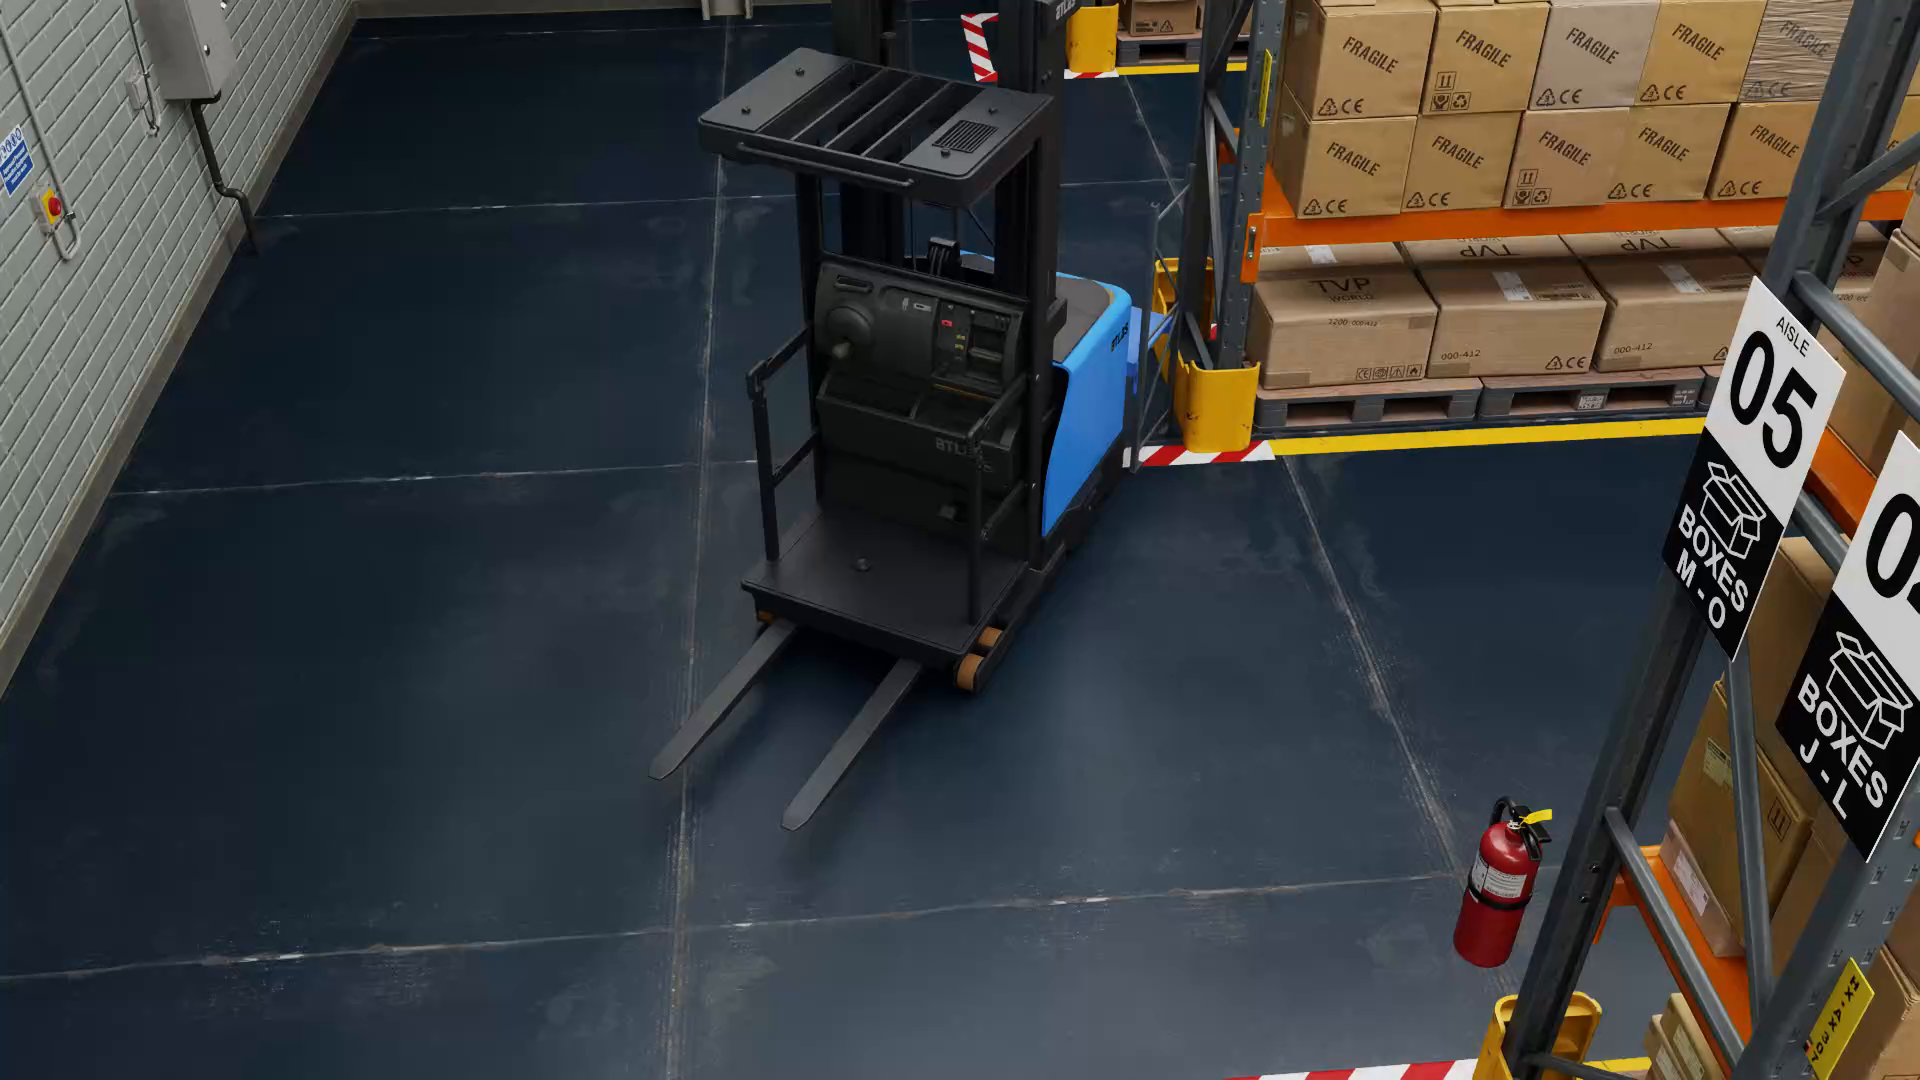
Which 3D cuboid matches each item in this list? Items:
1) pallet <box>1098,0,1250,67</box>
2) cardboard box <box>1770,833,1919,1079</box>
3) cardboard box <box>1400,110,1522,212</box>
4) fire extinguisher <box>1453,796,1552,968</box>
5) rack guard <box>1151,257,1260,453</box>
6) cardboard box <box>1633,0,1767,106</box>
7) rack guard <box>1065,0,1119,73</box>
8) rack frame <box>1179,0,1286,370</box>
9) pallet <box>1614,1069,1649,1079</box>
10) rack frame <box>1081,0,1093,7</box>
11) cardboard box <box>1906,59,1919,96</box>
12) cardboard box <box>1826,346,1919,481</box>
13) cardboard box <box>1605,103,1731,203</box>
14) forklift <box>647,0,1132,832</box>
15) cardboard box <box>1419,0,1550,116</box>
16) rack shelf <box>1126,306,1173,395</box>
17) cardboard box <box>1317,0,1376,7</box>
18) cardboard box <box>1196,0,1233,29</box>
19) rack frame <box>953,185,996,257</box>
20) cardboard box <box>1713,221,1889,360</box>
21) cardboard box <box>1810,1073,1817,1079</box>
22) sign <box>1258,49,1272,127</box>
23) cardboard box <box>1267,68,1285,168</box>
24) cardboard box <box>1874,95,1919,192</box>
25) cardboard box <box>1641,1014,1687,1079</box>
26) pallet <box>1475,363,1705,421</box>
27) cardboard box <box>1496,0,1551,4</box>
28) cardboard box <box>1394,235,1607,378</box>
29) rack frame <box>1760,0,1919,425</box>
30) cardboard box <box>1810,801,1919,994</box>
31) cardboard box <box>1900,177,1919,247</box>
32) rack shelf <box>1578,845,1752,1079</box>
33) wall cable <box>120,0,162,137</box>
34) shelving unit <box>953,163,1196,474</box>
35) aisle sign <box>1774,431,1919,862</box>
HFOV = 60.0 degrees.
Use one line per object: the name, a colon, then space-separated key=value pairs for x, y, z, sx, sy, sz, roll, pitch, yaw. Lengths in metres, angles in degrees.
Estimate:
pallet: x=1.749 y=-4.012 z=12.986 sx=1.213 sy=0.211 sz=1.003 roll=-3 pitch=38 yaw=-4
cardboard box: x=2.333 y=1.043 z=4.008 sx=0.500 sy=0.500 sz=0.500 roll=-1 pitch=38 yaw=-2
cardboard box: x=2.328 y=-1.929 z=8.015 sx=0.500 sy=0.500 sz=0.500 roll=-4 pitch=38 yaw=-5
fire extinguisher: x=1.570 y=0.959 z=4.799 sx=0.183 sy=0.674 sz=0.296 roll=-3 pitch=38 yaw=-4
rack guard: x=1.299 y=-1.013 z=8.953 sx=0.348 sy=0.500 sz=1.175 roll=-3 pitch=38 yaw=-4
cardboard box: x=3.349 y=-2.372 z=7.769 sx=0.500 sy=0.500 sz=0.500 roll=-3 pitch=38 yaw=-4
rack guard: x=0.955 y=-4.081 z=12.841 sx=0.348 sy=0.500 sz=1.175 roll=-3 pitch=38 yaw=-4
rack frame: x=1.323 y=-1.996 z=8.180 sx=0.127 sy=3.000 sz=1.000 roll=-3 pitch=38 yaw=-4
pallet: x=2.750 y=2.121 z=5.214 sx=1.213 sy=0.211 sz=1.003 roll=-3 pitch=38 yaw=-4
rack frame: x=0.879 y=-5.058 z=12.061 sx=0.127 sy=3.000 sz=1.000 roll=-3 pitch=38 yaw=-4
cardboard box: x=4.355 y=-2.428 z=7.840 sx=0.500 sy=0.500 sz=0.500 roll=-4 pitch=38 yaw=-5
cardboard box: x=2.291 y=-0.254 z=3.672 sx=0.500 sy=0.250 sz=0.500 roll=-4 pitch=38 yaw=-5
cardboard box: x=3.333 y=-1.984 z=8.084 sx=0.500 sy=0.500 sz=0.500 roll=-2 pitch=38 yaw=-2
forklift: x=-0.271 y=-0.804 z=6.725 sx=1.130 sy=2.935 sz=3.031 roll=17 pitch=41 yaw=20
cardboard box: x=2.340 y=-2.311 z=7.691 sx=0.500 sy=0.500 sz=0.500 roll=-4 pitch=38 yaw=-5
rack shelf: x=0.546 y=-1.073 z=8.511 sx=1.000 sy=0.185 sz=0.538 roll=18 pitch=42 yaw=21
cardboard box: x=1.701 y=-2.531 z=7.446 sx=0.250 sy=0.149 sz=0.380 roll=-2 pitch=38 yaw=-3
cardboard box: x=1.924 y=-4.078 z=12.782 sx=0.250 sy=0.149 sz=0.380 roll=-5 pitch=39 yaw=-6
rack frame: x=0.096 y=-1.361 z=8.586 sx=0.032 sy=1.500 sz=0.500 roll=18 pitch=42 yaw=21
cardboard box: x=4.672 y=-1.406 z=9.162 sx=0.875 sy=0.438 sz=0.875 roll=-4 pitch=38 yaw=-5
cardboard box: x=2.214 y=1.336 z=4.160 sx=0.250 sy=0.149 sz=0.380 roll=-3 pitch=38 yaw=-4
sign: x=1.366 y=-2.024 z=7.453 sx=0.005 sy=0.325 sz=0.100 roll=-3 pitch=38 yaw=-4
cardboard box: x=1.780 y=-2.225 z=8.389 sx=0.500 sy=0.500 sz=0.500 roll=-3 pitch=38 yaw=-4
cardboard box: x=4.356 y=-2.040 z=8.155 sx=0.500 sy=0.500 sz=0.500 roll=-4 pitch=38 yaw=-5
cardboard box: x=2.362 y=1.685 z=5.237 sx=0.250 sy=0.149 sz=0.380 roll=-4 pitch=38 yaw=-5
pallet: x=3.325 y=-1.058 z=9.243 sx=1.213 sy=0.211 sz=1.003 roll=-3 pitch=38 yaw=-4
cardboard box: x=2.485 y=-2.558 z=7.481 sx=0.250 sy=0.149 sz=0.380 roll=-4 pitch=38 yaw=-5
cardboard box: x=2.882 y=-1.308 z=9.038 sx=0.875 sy=0.438 sz=0.875 roll=-2 pitch=38 yaw=-3
rack frame: x=1.862 y=-1.302 z=2.458 sx=0.127 sy=3.000 sz=1.000 roll=-3 pitch=38 yaw=-4
cardboard box: x=2.333 y=0.643 z=3.707 sx=0.500 sy=0.500 sz=0.500 roll=-3 pitch=38 yaw=-4
cardboard box: x=2.167 y=-0.618 z=3.408 sx=0.250 sy=0.149 sz=0.380 roll=-3 pitch=38 yaw=-4
rack shelf: x=3.854 y=1.225 z=4.678 sx=4.000 sy=0.370 sz=1.077 roll=-3 pitch=38 yaw=-4
wall cable: x=-4.429 y=-2.945 z=8.563 sx=0.122 sy=1.984 sz=0.588 roll=-3 pitch=38 yaw=-4
shelving unit: x=0.546 y=-1.214 z=8.400 sx=1.048 sy=1.500 sz=0.538 roll=18 pitch=42 yaw=21
aisle sign: x=1.816 y=0.221 z=3.271 sx=0.004 sy=0.787 sz=0.394 roll=-3 pitch=38 yaw=-4
